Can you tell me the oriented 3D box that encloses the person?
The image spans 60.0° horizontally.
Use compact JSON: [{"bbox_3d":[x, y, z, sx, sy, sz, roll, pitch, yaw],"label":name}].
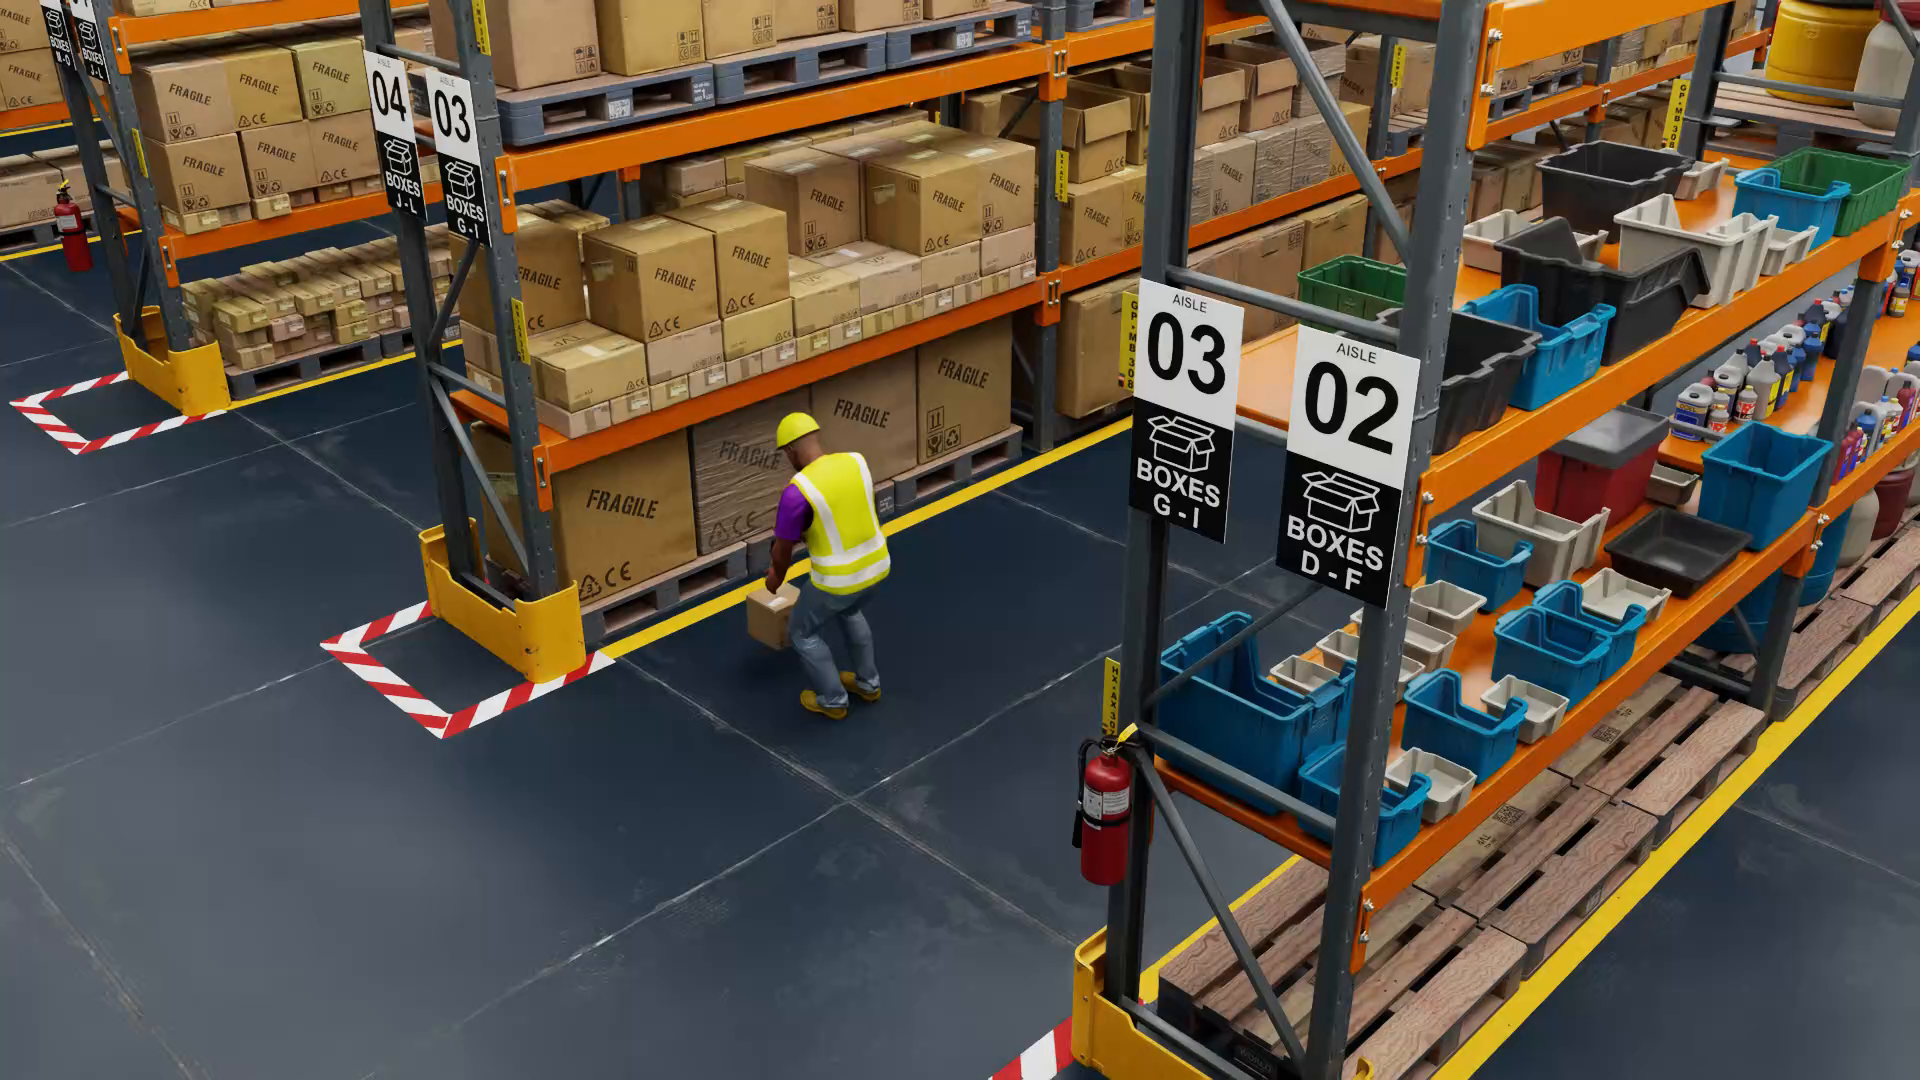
[{"bbox_3d":[-0.681,0.142,8.491,0.616,1.613,0.599,-24,36,-38],"label":"person"}]
